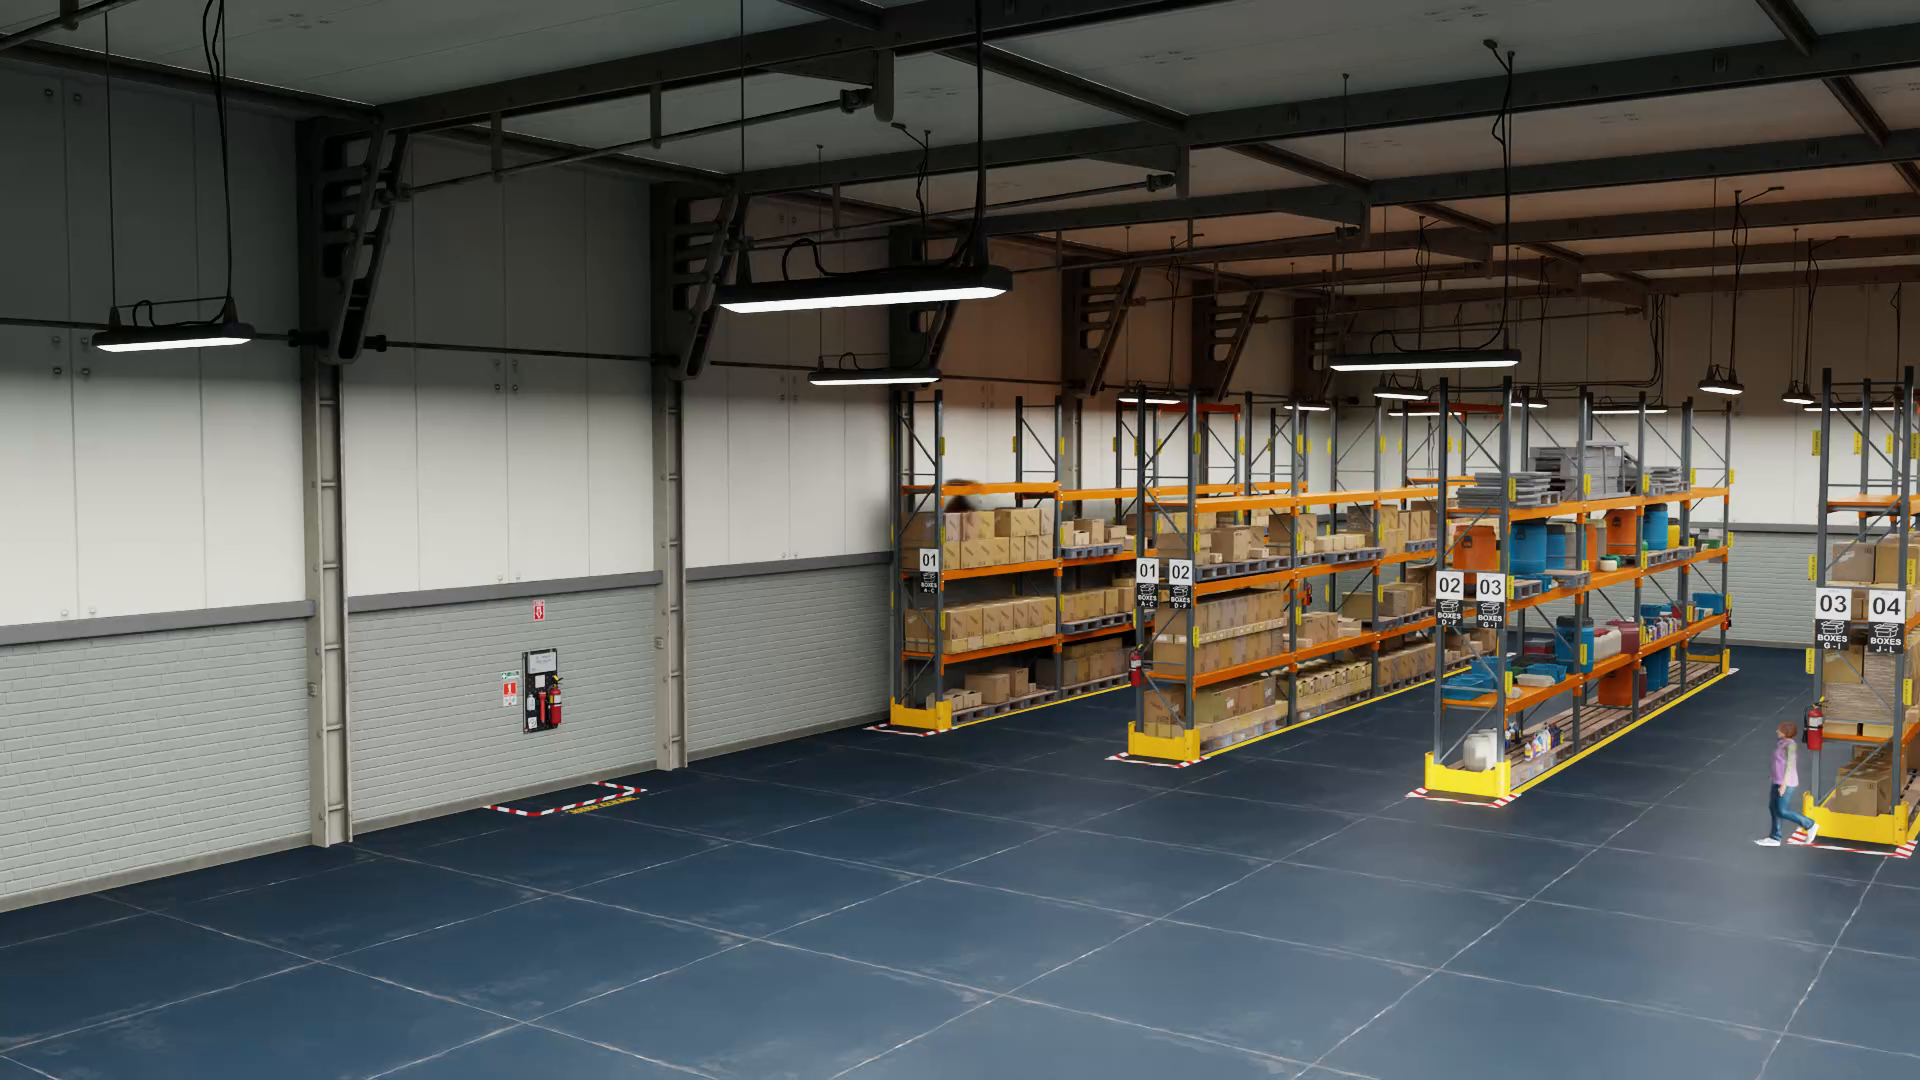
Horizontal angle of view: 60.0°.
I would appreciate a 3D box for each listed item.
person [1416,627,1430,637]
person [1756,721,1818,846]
[{"bbox_3d":[11.575,1.776,41.311,0.652,1.791,0.391,-1,3,-11],"label":"person"},{"bbox_3d":[10.295,3.035,20.672,0.652,1.591,0.407,0,3,7],"label":"person"}]
